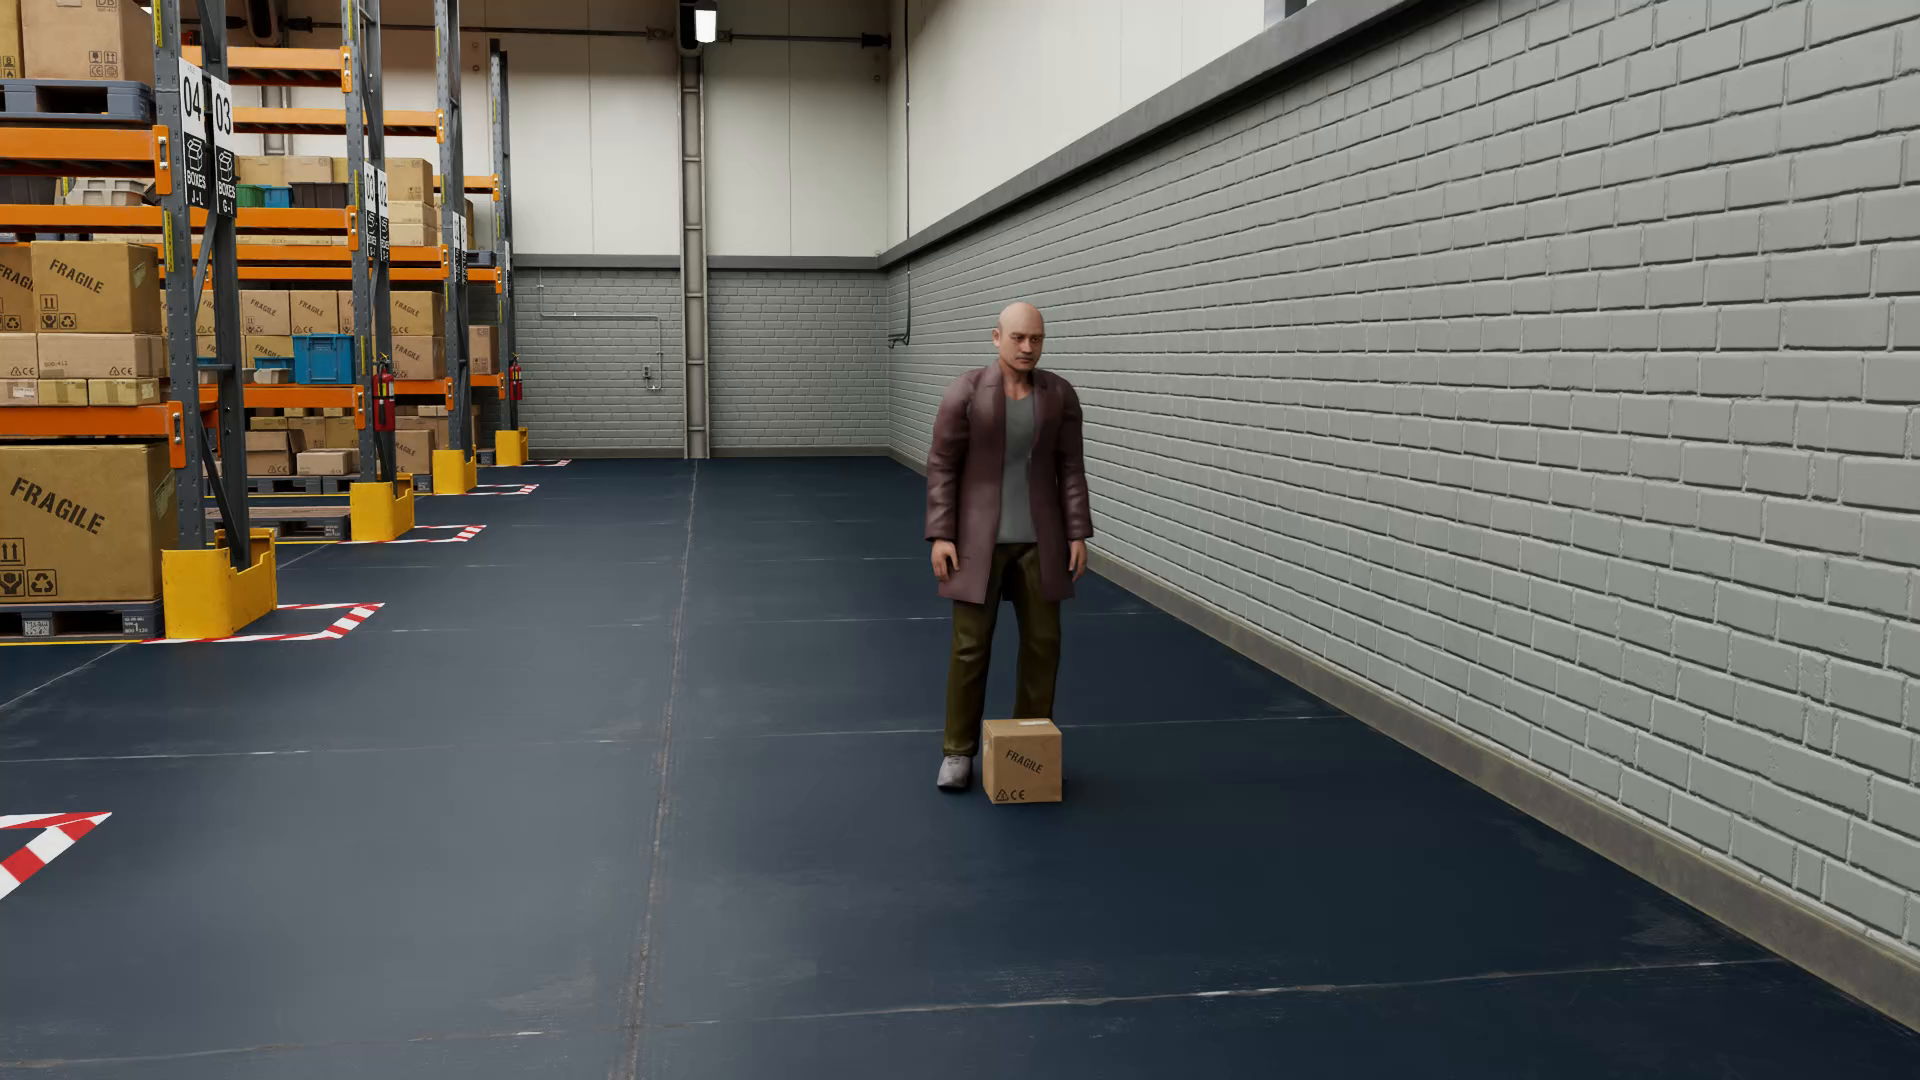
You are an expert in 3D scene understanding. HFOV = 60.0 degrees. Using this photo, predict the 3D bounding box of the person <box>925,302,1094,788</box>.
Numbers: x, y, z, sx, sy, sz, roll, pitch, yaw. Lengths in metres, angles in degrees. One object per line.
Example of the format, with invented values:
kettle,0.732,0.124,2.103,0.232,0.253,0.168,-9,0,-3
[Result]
person,0.187,0.012,6.171,0.645,1.772,0.429,-1,6,-12
